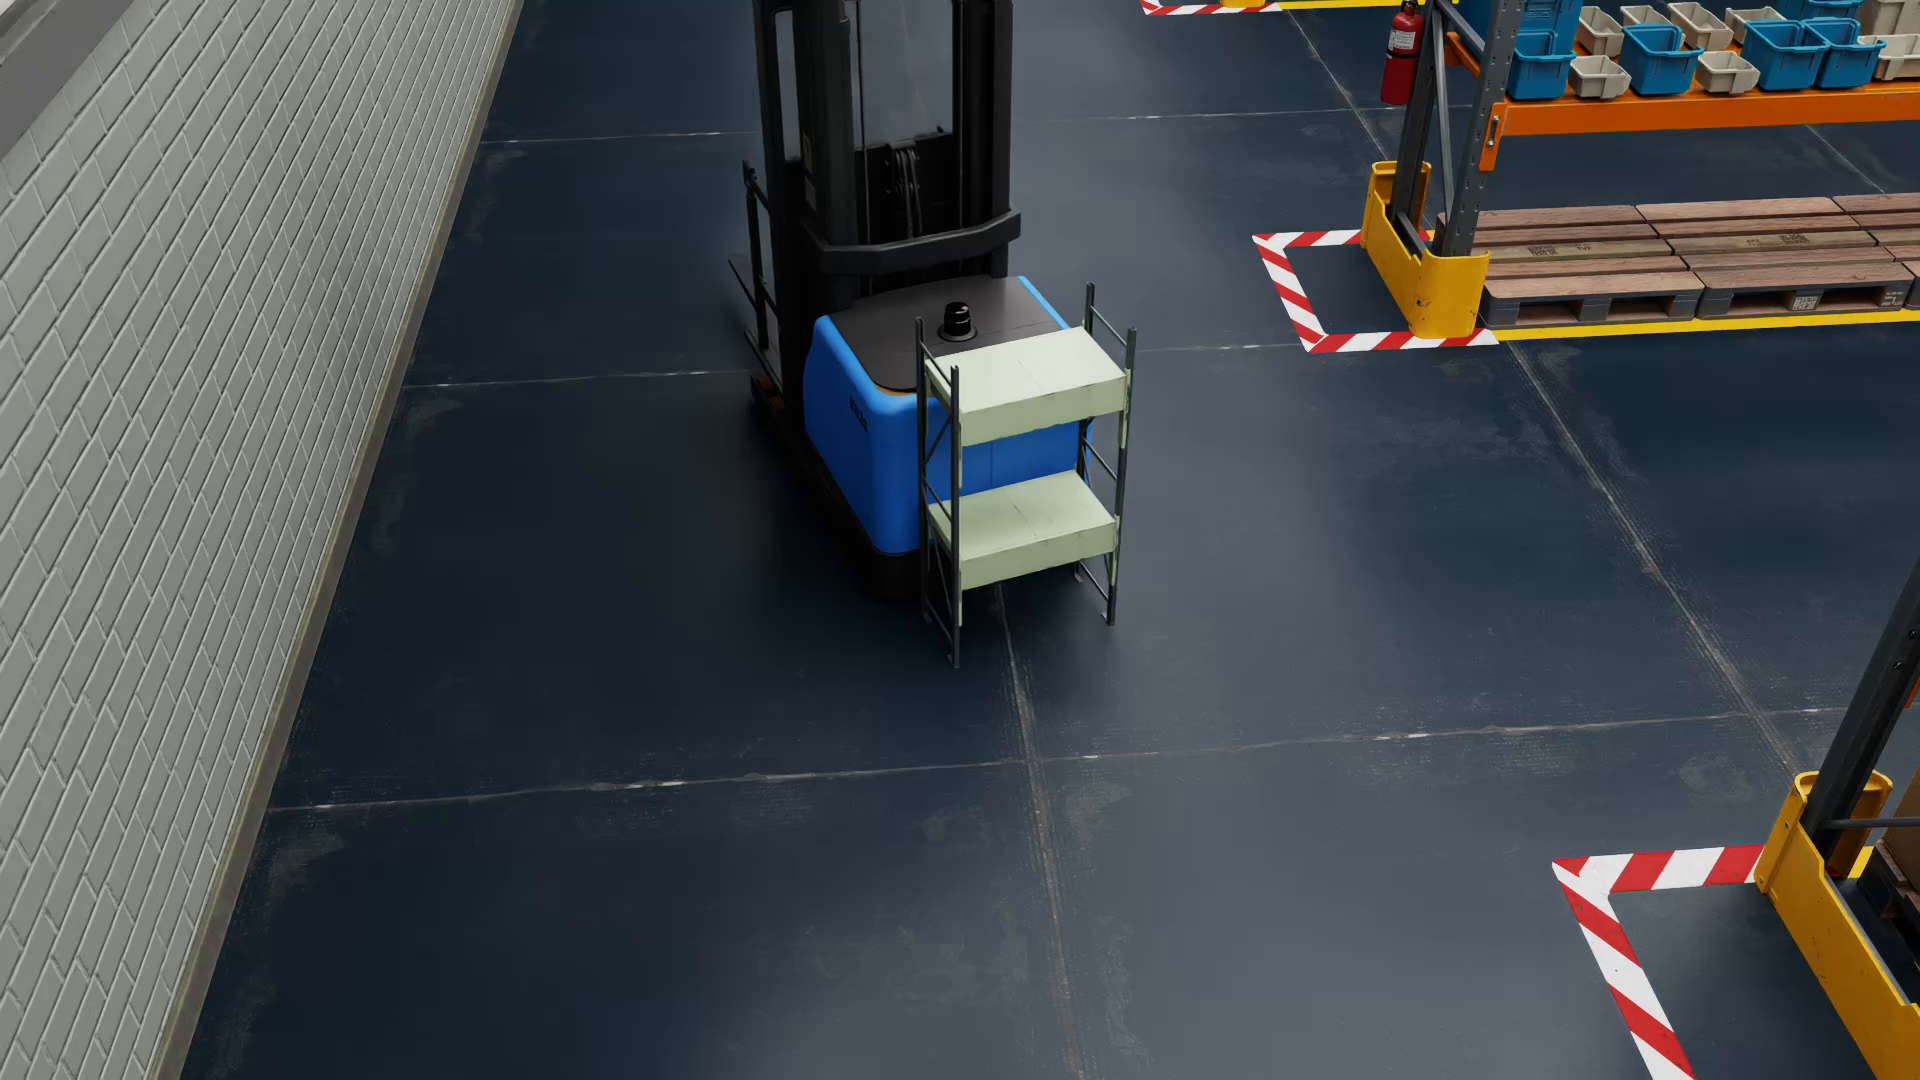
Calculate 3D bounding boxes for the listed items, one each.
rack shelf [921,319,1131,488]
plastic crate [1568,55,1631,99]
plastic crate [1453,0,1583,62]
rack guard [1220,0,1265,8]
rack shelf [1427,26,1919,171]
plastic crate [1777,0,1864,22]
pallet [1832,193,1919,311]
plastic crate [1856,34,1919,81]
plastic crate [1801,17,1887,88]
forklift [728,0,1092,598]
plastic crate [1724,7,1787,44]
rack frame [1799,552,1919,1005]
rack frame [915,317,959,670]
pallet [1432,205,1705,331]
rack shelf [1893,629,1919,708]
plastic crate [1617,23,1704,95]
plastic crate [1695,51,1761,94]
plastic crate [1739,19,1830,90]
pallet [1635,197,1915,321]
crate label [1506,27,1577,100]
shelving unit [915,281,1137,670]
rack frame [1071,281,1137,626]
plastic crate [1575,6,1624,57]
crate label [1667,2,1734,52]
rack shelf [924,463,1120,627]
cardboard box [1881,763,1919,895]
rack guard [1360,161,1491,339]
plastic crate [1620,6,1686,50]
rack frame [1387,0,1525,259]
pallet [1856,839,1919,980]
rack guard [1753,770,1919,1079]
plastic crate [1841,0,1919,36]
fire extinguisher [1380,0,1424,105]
[{"bbox_3d":[0.251,-0.548,6.603,0.720,0.370,0.431,-14,40,-17],"label":"rack shelf"},{"bbox_3d":[3.249,-2.355,8.477,0.298,0.136,0.250,-3,38,-4],"label":"plastic crate"},{"bbox_3d":[2.964,-2.829,8.837,0.499,0.435,0.616,-3,38,-4],"label":"plastic crate"},{"bbox_3d":[2.184,-4.731,13.342,0.348,0.500,1.175,-3,38,-4],"label":"rack guard"},{"bbox_3d":[4.639,-2.485,9.059,4.000,0.370,1.077,-3,38,-4],"label":"rack shelf"},{"bbox_3d":[4.670,-2.886,9.073,0.300,0.233,0.416,-3,38,-4],"label":"plastic crate"},{"bbox_3d":[5.902,-1.718,9.757,1.213,0.211,1.003,-3,38,-4],"label":"pallet"},{"bbox_3d":[4.923,-2.516,8.682,0.466,0.136,0.293,-3,38,-4],"label":"plastic crate"},{"bbox_3d":[4.532,-2.515,8.602,0.300,0.233,0.416,-3,38,-4],"label":"plastic crate"},{"bbox_3d":[-0.433,-1.809,7.676,1.130,2.935,3.031,-14,40,-17],"label":"forklift"},{"bbox_3d":[4.302,-2.799,9.041,0.250,0.136,0.298,-3,38,-4],"label":"plastic crate"},{"bbox_3d":[3.082,0.399,4.823,0.127,3.000,1.000,-3,38,-4],"label":"rack frame"},{"bbox_3d":[-0.088,-0.156,6.737,0.023,1.500,0.400,-14,40,-17],"label":"rack frame"},{"bbox_3d":[3.472,-1.584,9.587,1.213,0.211,1.003,-3,38,-4],"label":"pallet"},{"bbox_3d":[5.074,0.571,5.185,4.000,0.370,1.077,-3,38,-4],"label":"rack shelf"},{"bbox_3d":[3.578,-2.462,8.535,0.300,0.233,0.416,-3,38,-4],"label":"plastic crate"},{"bbox_3d":[3.924,-2.392,8.524,0.298,0.136,0.250,-3,38,-4],"label":"plastic crate"},{"bbox_3d":[4.233,-2.498,8.581,0.300,0.233,0.416,-3,38,-4],"label":"plastic crate"},{"bbox_3d":[4.684,-1.649,9.670,1.213,0.211,1.003,-3,38,-4],"label":"pallet"},{"bbox_3d":[2.922,-2.426,8.490,0.303,0.233,0.416,-3,38,-4],"label":"crate label"},{"bbox_3d":[0.251,-0.242,6.845,0.755,1.500,0.431,-14,40,-17],"label":"shelving unit"},{"bbox_3d":[0.590,-0.327,6.953,0.023,1.500,0.400,-14,40,-17],"label":"rack frame"},{"bbox_3d":[3.443,-2.734,8.958,0.243,0.136,0.396,-3,38,-4],"label":"plastic crate"},{"bbox_3d":[4.008,-2.771,9.005,0.243,0.136,0.396,-3,38,-4],"label":"crate label"},{"bbox_3d":[0.251,0.014,7.047,0.720,0.370,0.431,-14,40,-17],"label":"rack shelf"},{"bbox_3d":[3.602,1.026,5.692,0.500,0.500,0.500,-3,38,-4],"label":"cardboard box"},{"bbox_3d":[2.624,-1.667,9.459,0.348,0.500,1.175,-3,38,-4],"label":"rack guard"},{"bbox_3d":[3.733,-2.741,8.967,0.243,0.136,0.396,-3,38,-4],"label":"plastic crate"},{"bbox_3d":[2.647,-2.658,8.697,0.127,3.000,1.000,-3,38,-4],"label":"rack frame"},{"bbox_3d":[3.952,1.445,5.748,1.213,0.211,1.003,-3,38,-4],"label":"pallet"},{"bbox_3d":[3.158,1.376,5.603,0.348,0.500,1.175,-3,38,-4],"label":"rack guard"},{"bbox_3d":[5.094,-2.884,9.031,0.530,0.282,0.437,-3,38,-4],"label":"plastic crate"},{"bbox_3d":[2.456,-2.753,9.181,0.183,0.674,0.296,-3,38,-4],"label":"fire extinguisher"}]
